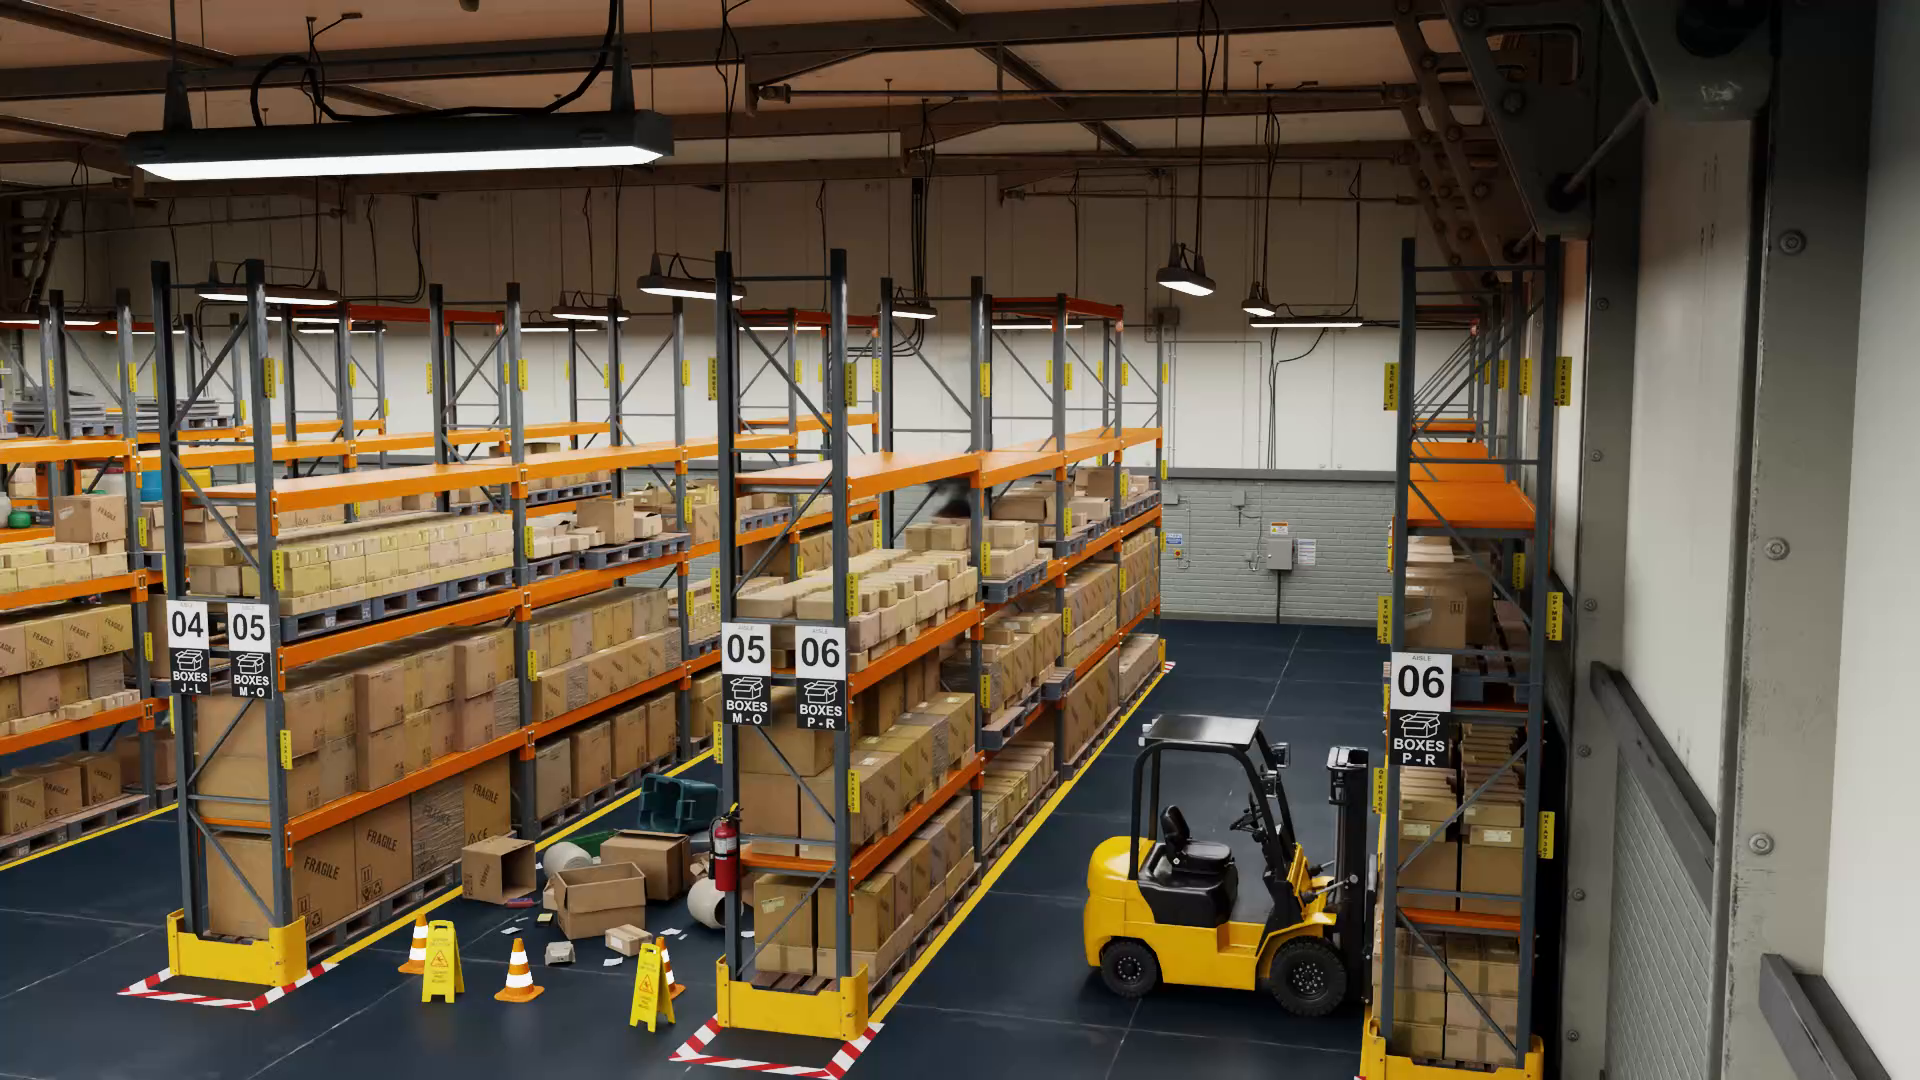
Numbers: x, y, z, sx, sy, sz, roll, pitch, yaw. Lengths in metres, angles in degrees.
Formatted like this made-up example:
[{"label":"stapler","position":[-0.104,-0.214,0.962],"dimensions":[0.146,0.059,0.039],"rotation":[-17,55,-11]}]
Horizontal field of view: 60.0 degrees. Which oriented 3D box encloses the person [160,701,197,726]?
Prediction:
[{"label":"person","position":[-11.343,1.744,24.097],"dimensions":[0.703,1.766,0.826],"rotation":[1,6,9]}]
